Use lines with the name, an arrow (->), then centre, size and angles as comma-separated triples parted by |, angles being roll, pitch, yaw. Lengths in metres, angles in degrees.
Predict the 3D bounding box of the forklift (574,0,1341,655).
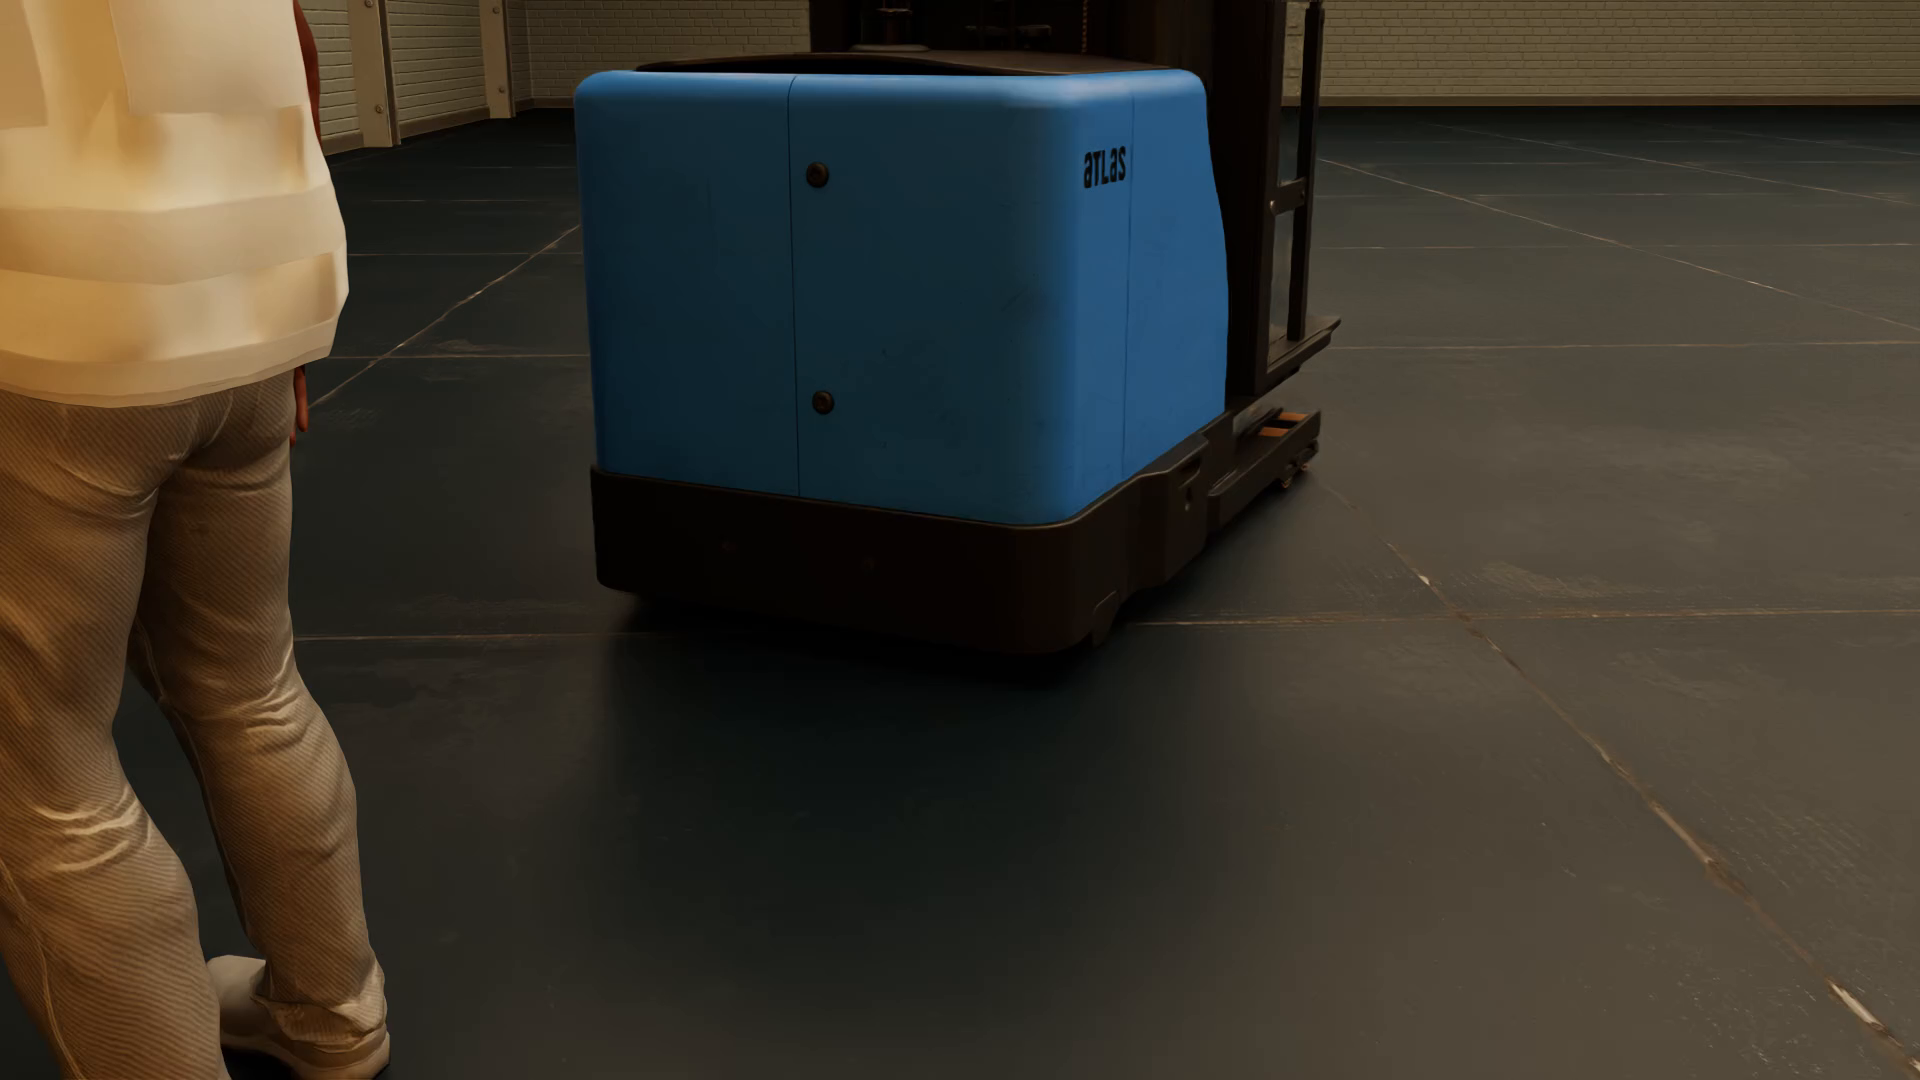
forklift -> 0.335, -1.581, 4.075 | 1.130, 2.935, 3.031 | 8, 19, 24

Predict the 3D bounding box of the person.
person -> -0.822, -0.186, 1.527 | 0.464, 1.759, 0.626 | 5, 18, 16
